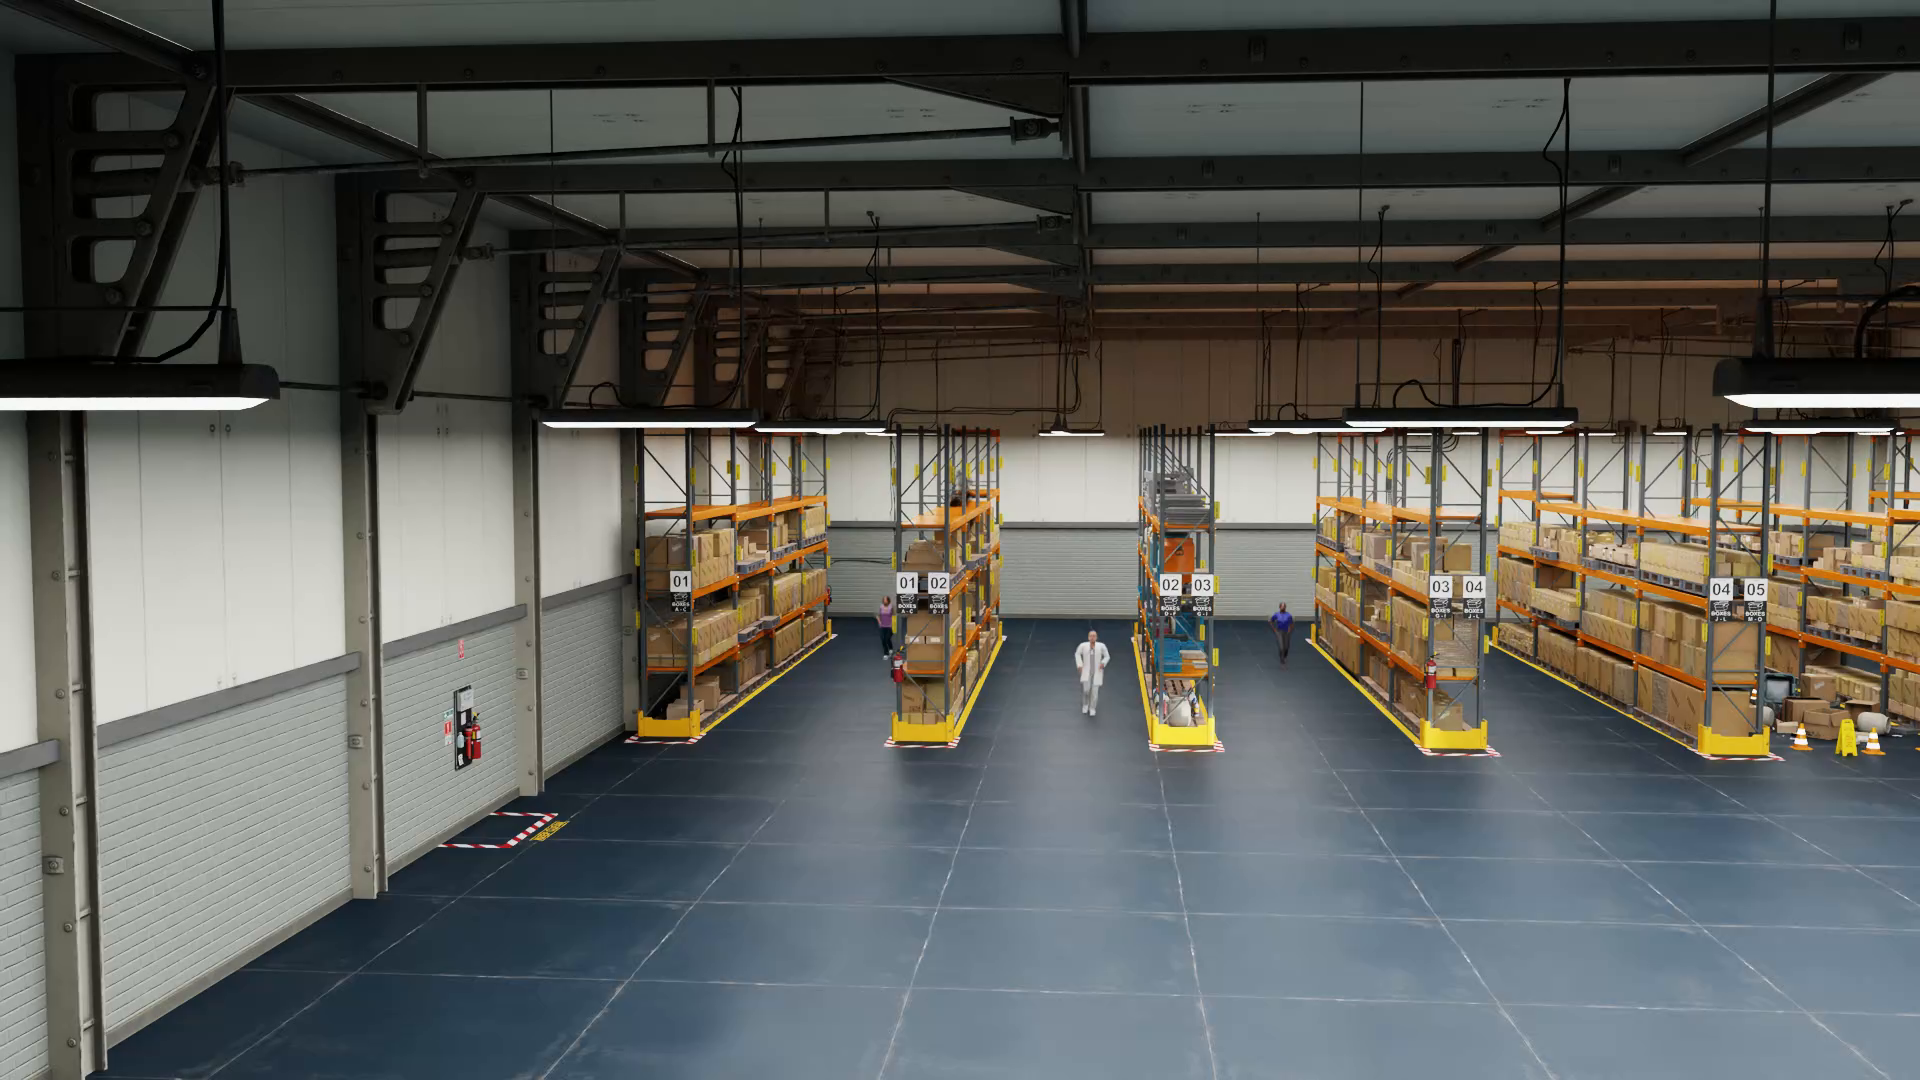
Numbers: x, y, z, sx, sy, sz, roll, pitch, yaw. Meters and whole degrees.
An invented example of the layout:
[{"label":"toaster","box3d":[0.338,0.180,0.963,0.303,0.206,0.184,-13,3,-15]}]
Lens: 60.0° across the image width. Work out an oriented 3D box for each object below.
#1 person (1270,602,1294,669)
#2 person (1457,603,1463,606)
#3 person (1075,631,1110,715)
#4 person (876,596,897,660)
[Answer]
[{"label":"person","box3d":[8.071,2.378,41.719,0.586,1.637,0.654,0,3,3]},{"label":"person","box3d":[13.508,2.149,45.153,0.612,1.742,0.714,1,4,16]},{"label":"person","box3d":[2.741,2.753,34.379,0.717,1.747,0.645,0,3,3]},{"label":"person","box3d":[-1.803,2.169,41.074,0.565,1.563,0.514,1,4,11]}]
